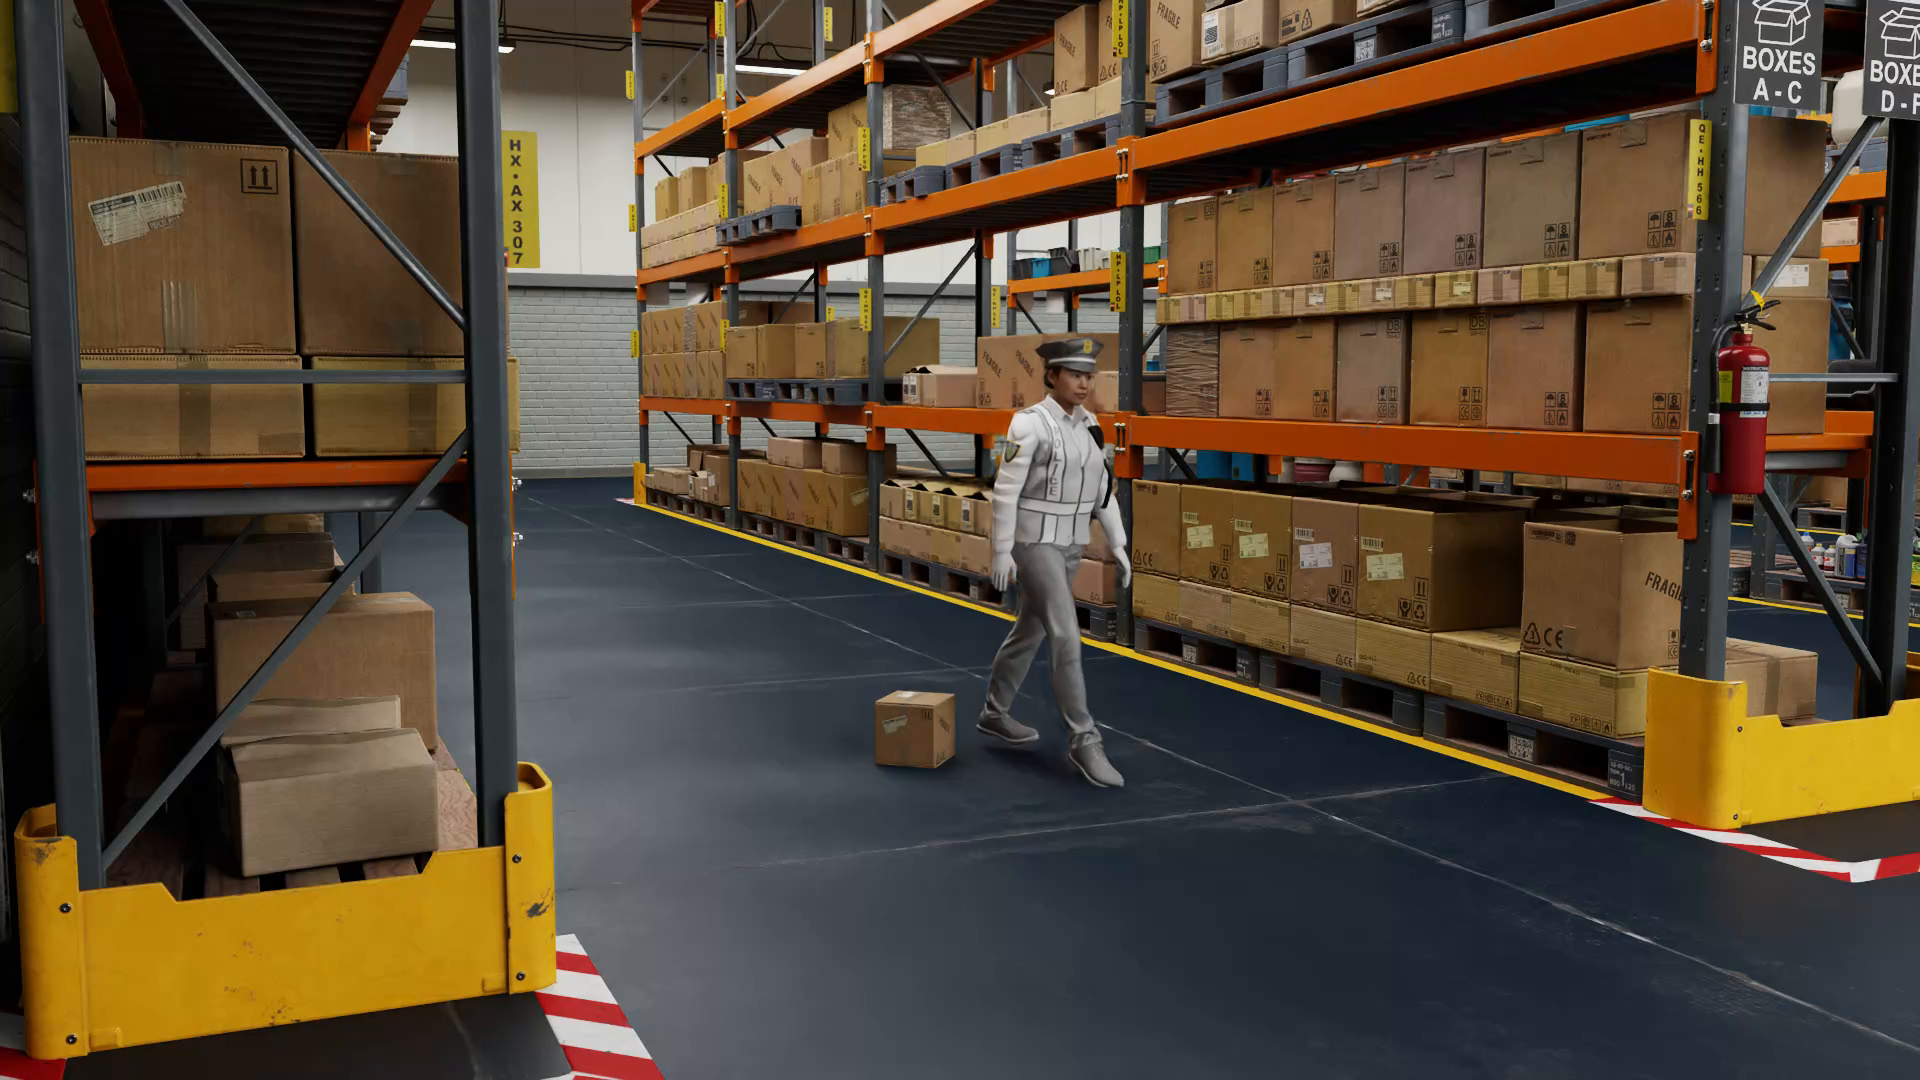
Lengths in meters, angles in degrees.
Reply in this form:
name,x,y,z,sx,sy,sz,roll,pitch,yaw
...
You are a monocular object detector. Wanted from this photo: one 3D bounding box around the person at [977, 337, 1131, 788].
name,x,y,z,sx,sy,sz,roll,pitch,yaw
person,0.374,0.060,6.455,0.854,1.680,0.511,5,7,41
